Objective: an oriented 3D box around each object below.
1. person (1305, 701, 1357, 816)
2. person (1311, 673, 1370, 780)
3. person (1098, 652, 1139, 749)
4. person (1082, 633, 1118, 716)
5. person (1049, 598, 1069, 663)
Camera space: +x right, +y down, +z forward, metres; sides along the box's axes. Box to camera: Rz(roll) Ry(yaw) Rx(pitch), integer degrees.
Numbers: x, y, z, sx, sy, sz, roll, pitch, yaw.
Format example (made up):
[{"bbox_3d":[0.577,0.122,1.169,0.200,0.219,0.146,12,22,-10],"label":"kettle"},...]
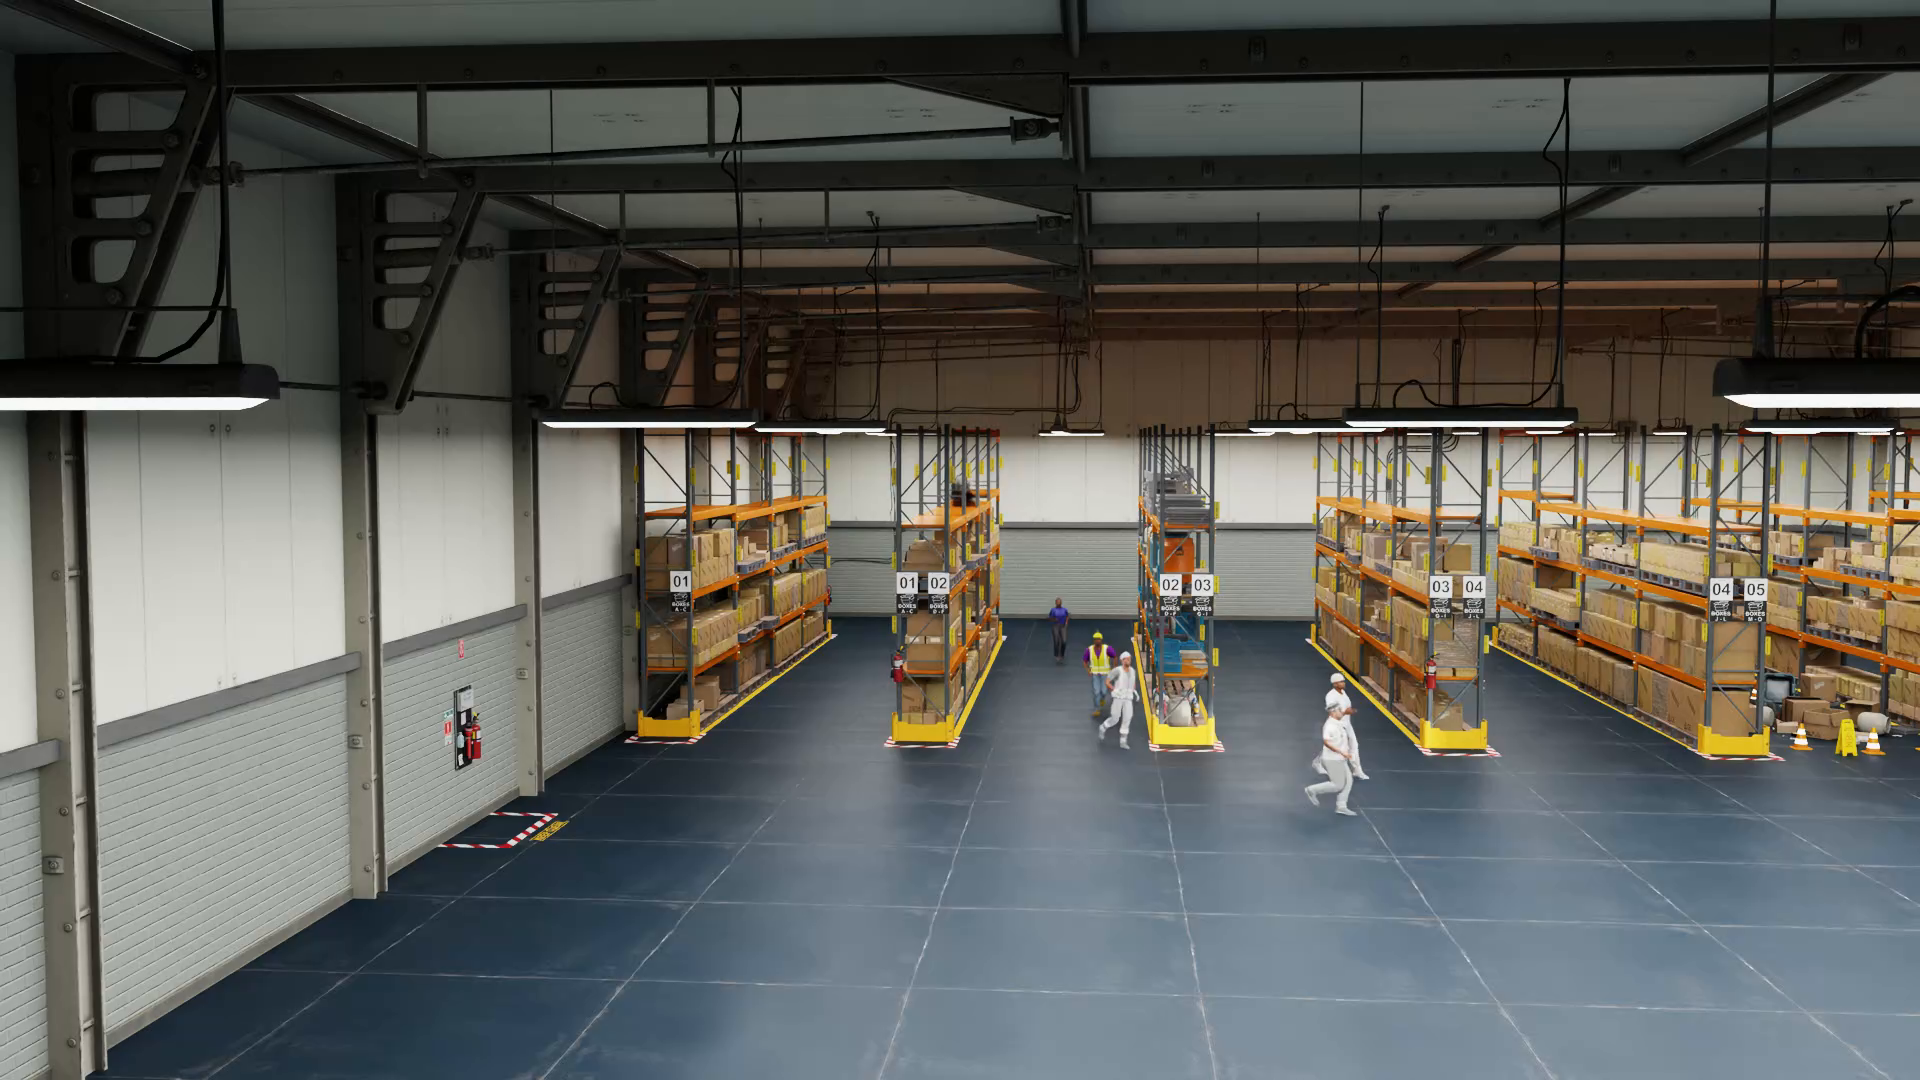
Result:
[{"bbox_3d":[5.666,3.318,25.354,0.775,1.764,0.662,1,4,18],"label":"person"},{"bbox_3d":[6.422,3.122,28.011,0.979,1.759,0.706,3,5,40],"label":"person"},{"bbox_3d":[3.046,2.959,30.950,0.719,1.741,0.928,-2,4,-27],"label":"person"},{"bbox_3d":[2.893,2.772,34.434,0.721,1.726,0.654,1,4,9],"label":"person"},{"bbox_3d":[2.553,2.320,42.535,0.558,1.685,0.667,0,3,-5],"label":"person"}]
